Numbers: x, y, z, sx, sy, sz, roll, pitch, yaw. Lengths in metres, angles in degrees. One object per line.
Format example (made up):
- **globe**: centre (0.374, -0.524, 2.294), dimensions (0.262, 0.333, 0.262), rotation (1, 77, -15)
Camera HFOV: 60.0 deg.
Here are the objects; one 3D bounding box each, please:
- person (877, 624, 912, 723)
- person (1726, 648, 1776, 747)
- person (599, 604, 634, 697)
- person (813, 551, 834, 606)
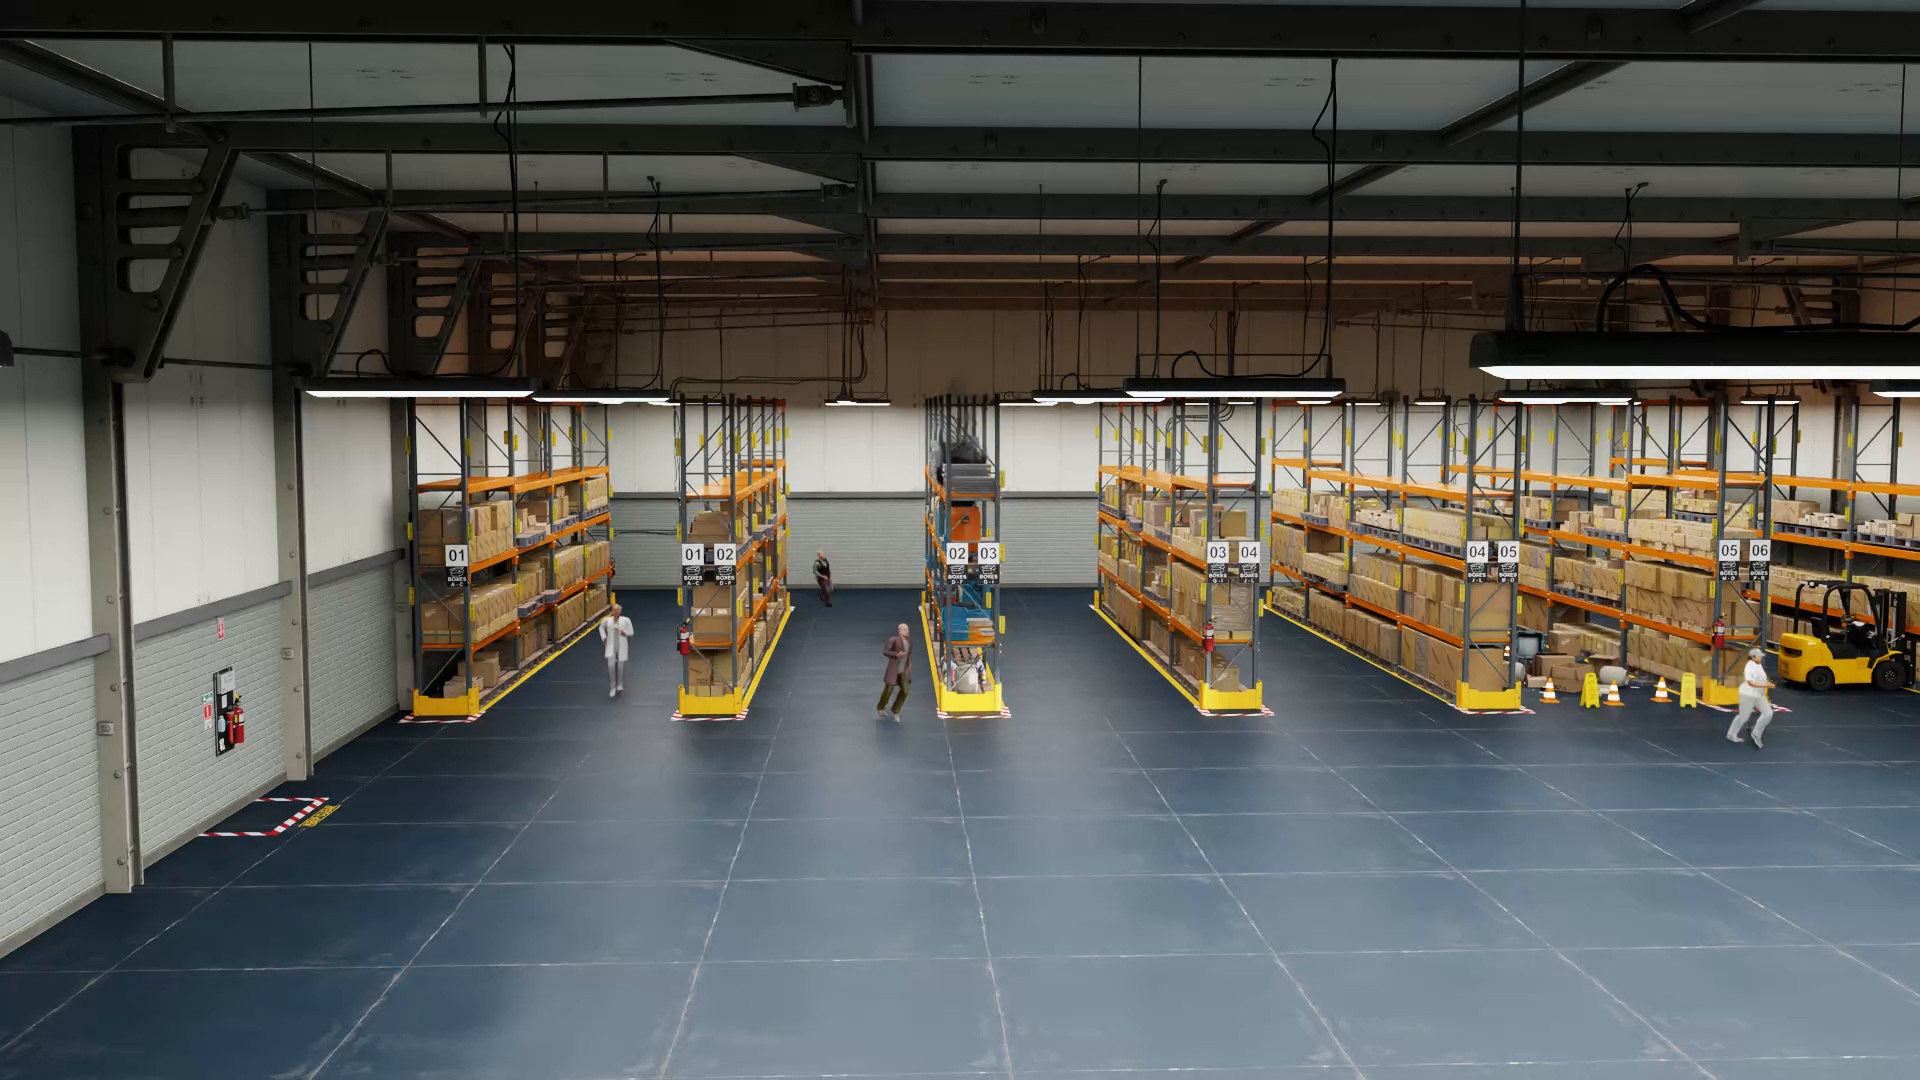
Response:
- **person**: centre (-1.109, 2.441, 30.645), dimensions (0.710, 1.806, 0.763), rotation (-3, 5, -29)
- **person**: centre (13.444, 2.677, 28.200), dimensions (0.571, 1.703, 0.794), rotation (-4, 6, -39)
- **person**: centre (-6.873, 2.209, 33.284), dimensions (0.682, 1.839, 0.801), rotation (-1, 5, -11)
- **person**: centre (-3.997, 1.115, 48.052), dimensions (0.592, 1.633, 0.715), rotation (4, 6, 39)
